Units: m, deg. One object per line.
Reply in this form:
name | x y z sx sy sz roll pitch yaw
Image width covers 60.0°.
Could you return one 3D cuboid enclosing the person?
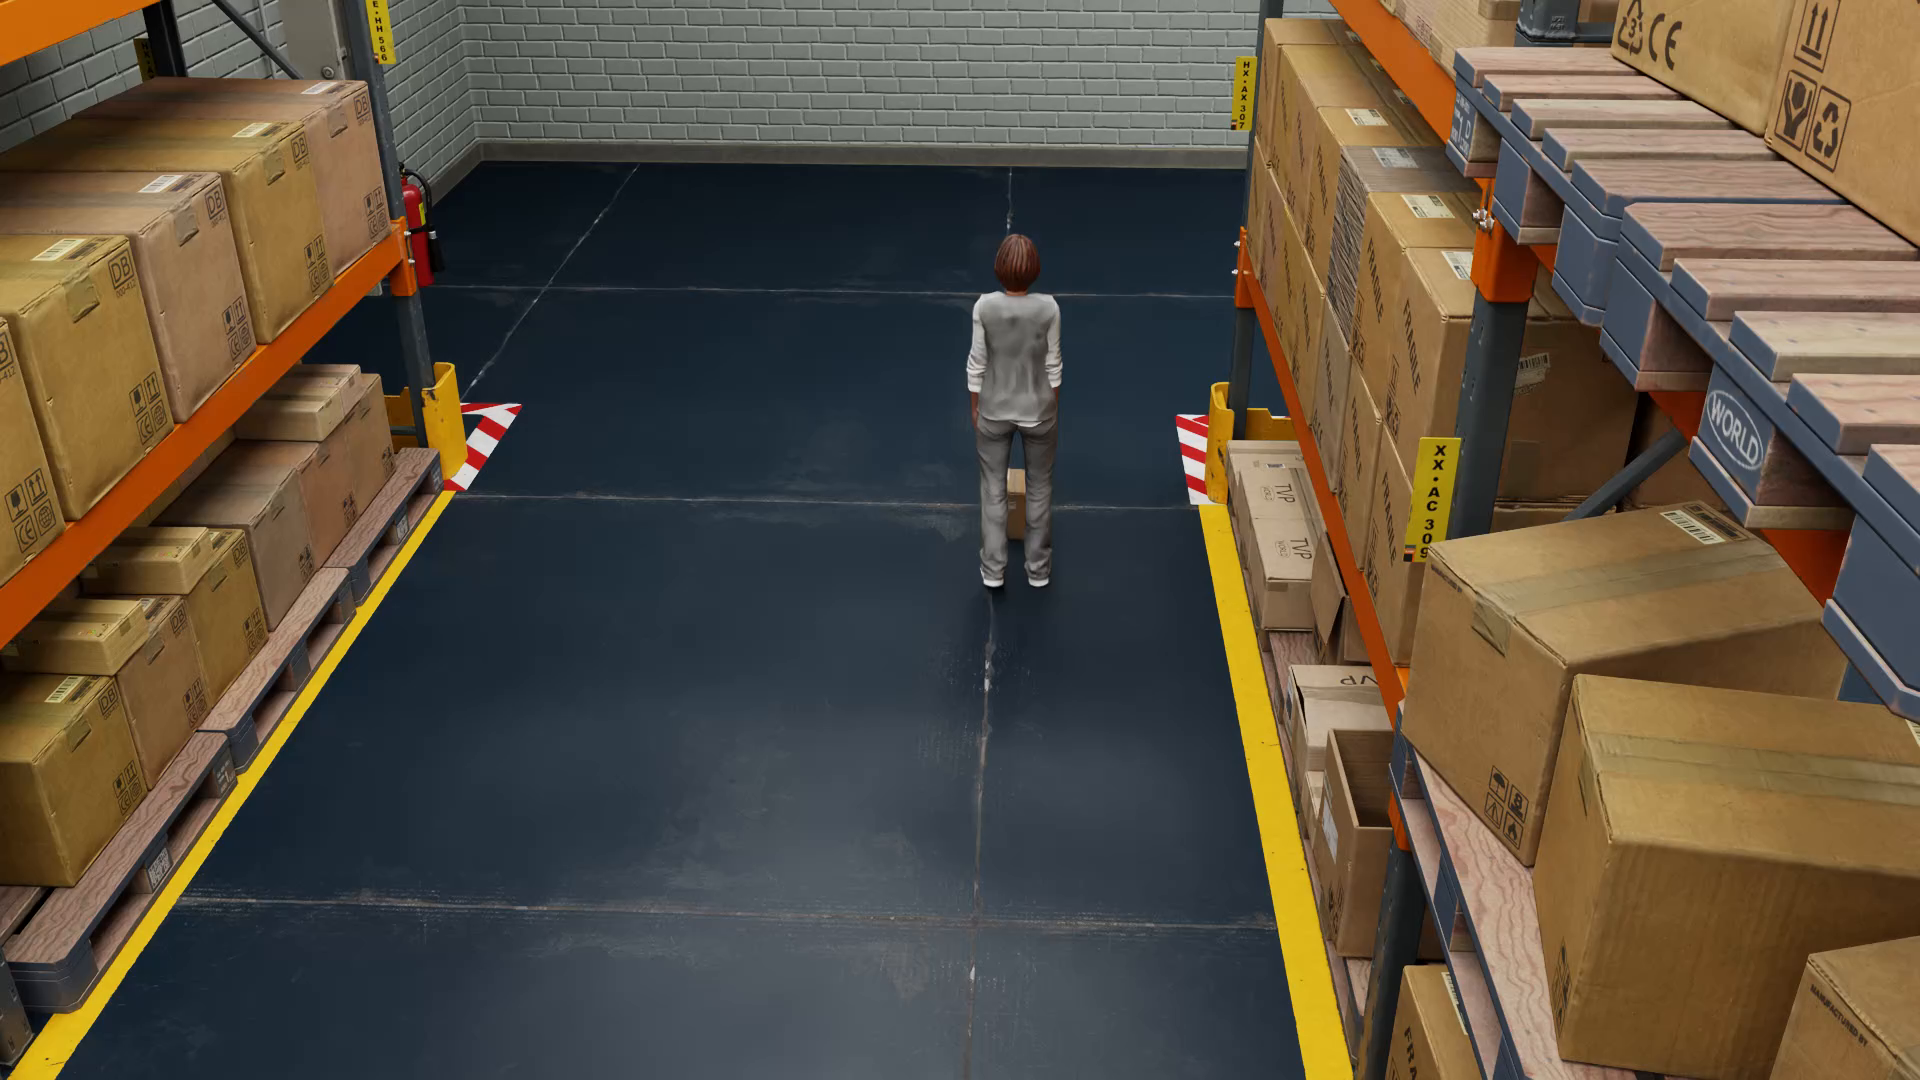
person | 0.229 -0.534 7.132 0.406 1.600 0.311 2 28 3
